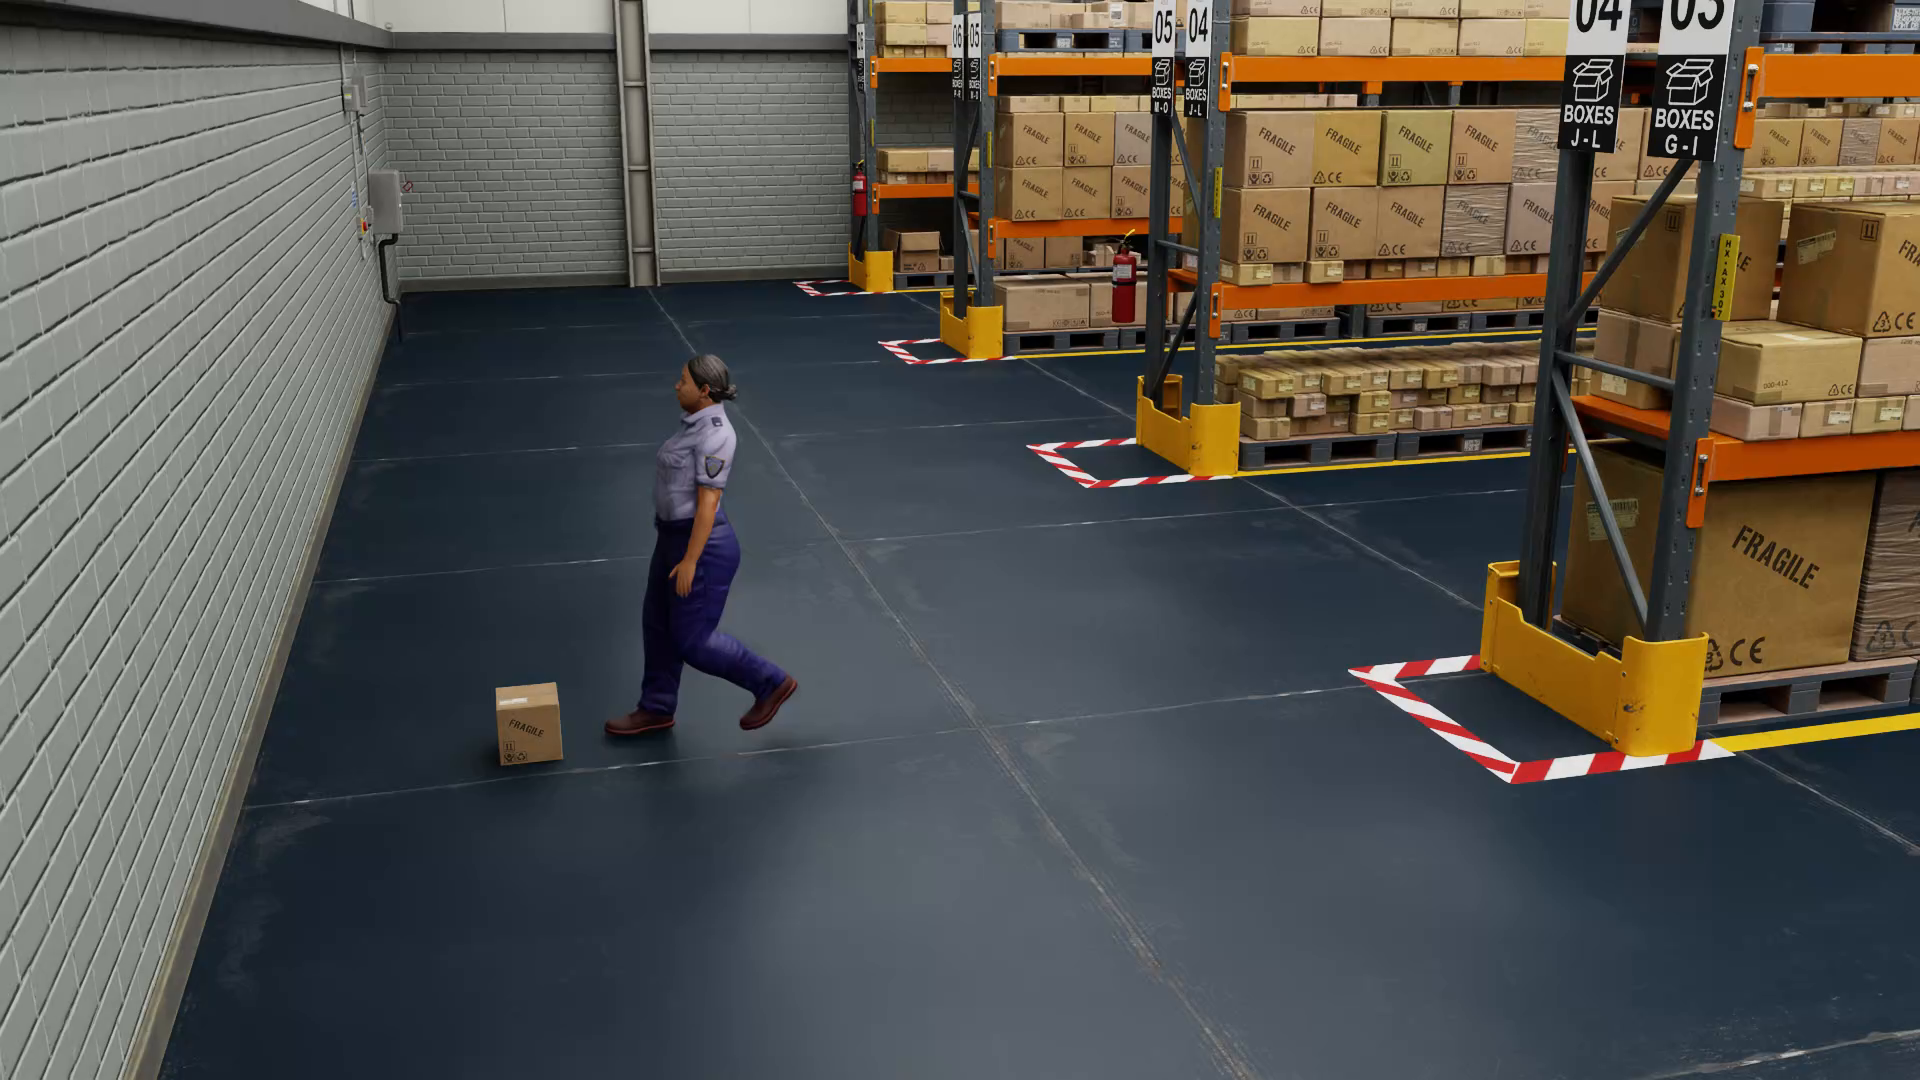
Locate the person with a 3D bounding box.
[{"bbox_3d":[-1.120,0.039,6.885,0.756,1.621,0.483,-6,17,-20],"label":"person"}]
